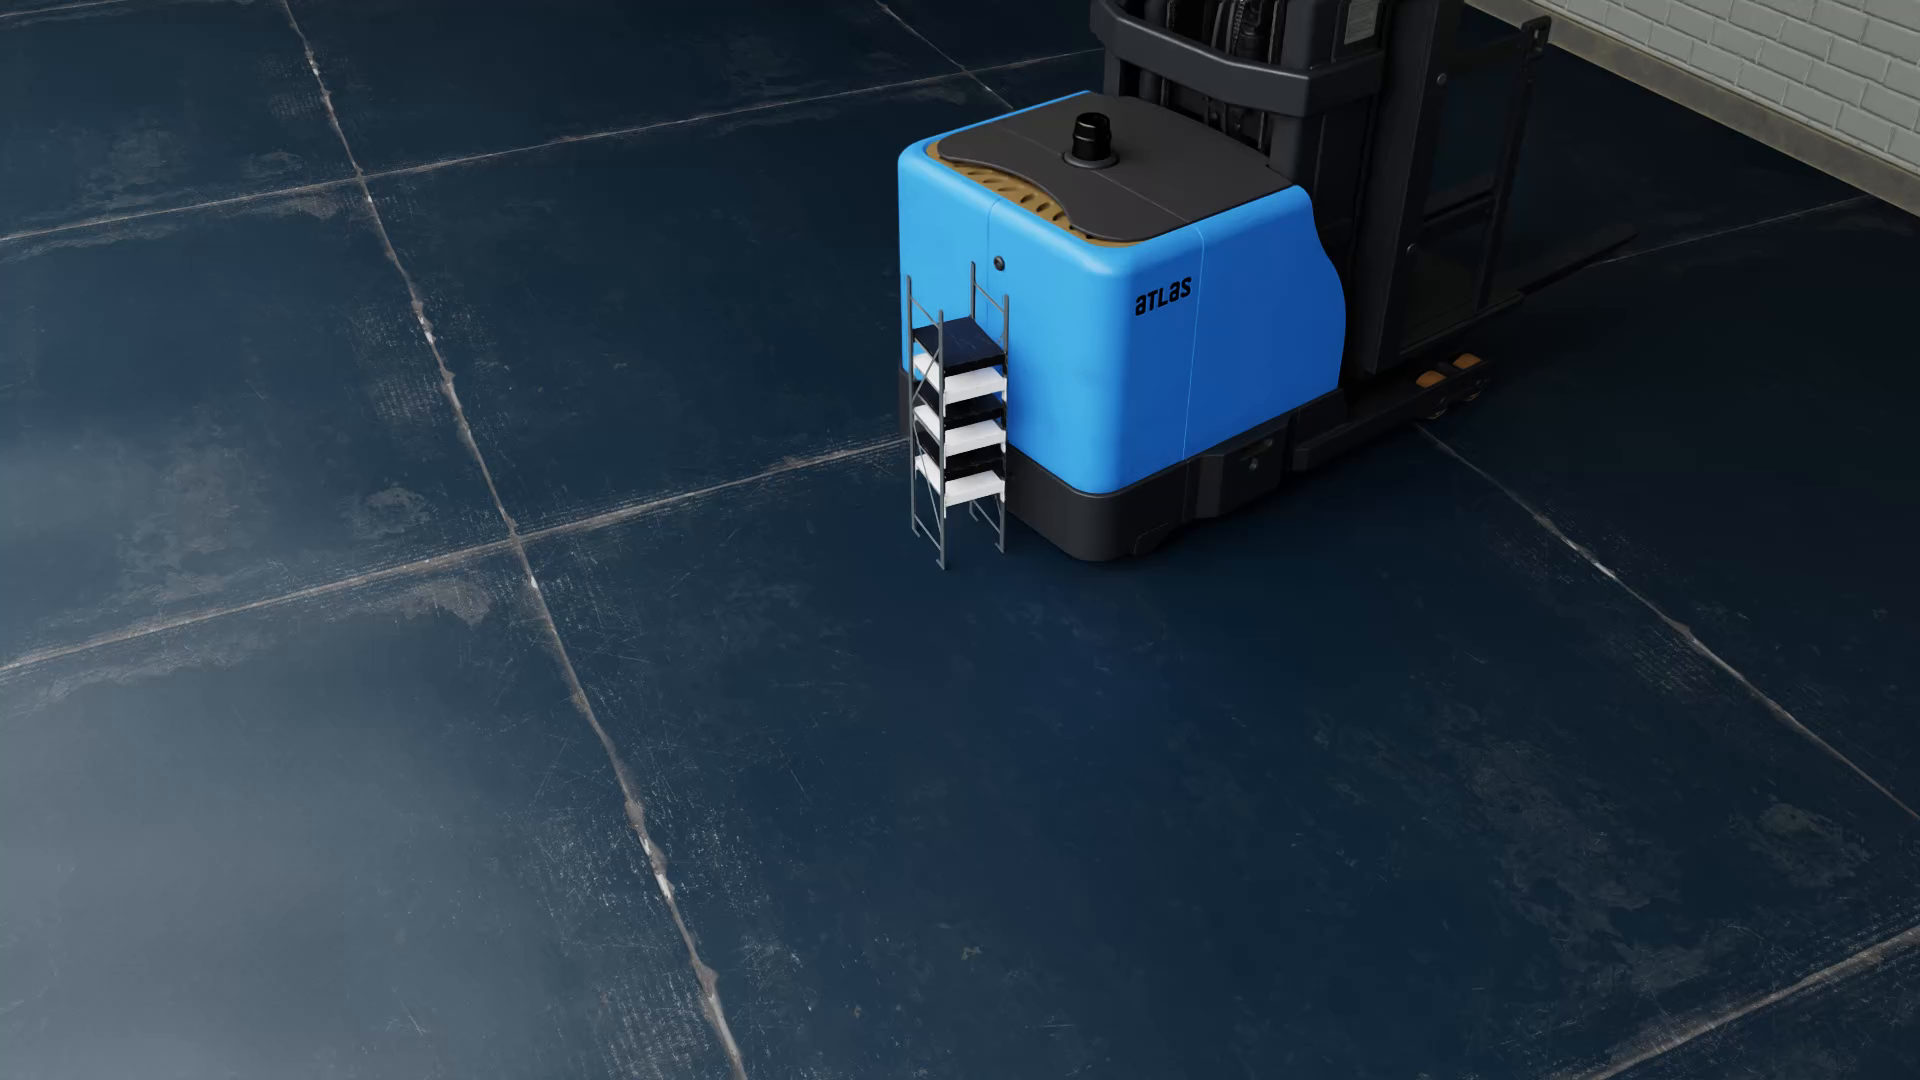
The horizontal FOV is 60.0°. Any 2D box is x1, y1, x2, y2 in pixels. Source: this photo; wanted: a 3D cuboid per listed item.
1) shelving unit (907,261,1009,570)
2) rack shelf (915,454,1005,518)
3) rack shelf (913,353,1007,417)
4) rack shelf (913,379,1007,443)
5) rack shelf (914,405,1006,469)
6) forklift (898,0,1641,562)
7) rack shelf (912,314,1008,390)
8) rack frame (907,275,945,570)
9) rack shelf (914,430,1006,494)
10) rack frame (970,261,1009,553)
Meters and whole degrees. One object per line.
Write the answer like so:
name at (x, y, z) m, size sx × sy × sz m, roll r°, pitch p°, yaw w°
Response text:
shelving unit at (-0.007, -0.359, 4.979) m, size 0.210 × 0.900 × 0.258 m, roll -16°, pitch 39°, yaw -20°
rack shelf at (-0.007, -0.188, 5.106) m, size 0.200 × 0.077 × 0.258 m, roll -16°, pitch 39°, yaw -20°
rack shelf at (-0.007, -0.477, 4.892) m, size 0.200 × 0.077 × 0.258 m, roll -16°, pitch 39°, yaw -20°
rack shelf at (-0.007, -0.405, 4.945) m, size 0.200 × 0.077 × 0.258 m, roll -16°, pitch 39°, yaw -20°
rack shelf at (-0.007, -0.333, 4.999) m, size 0.200 × 0.077 × 0.258 m, roll -16°, pitch 39°, yaw -20°
forklift at (1.271, -1.826, 5.251) m, size 3.031 × 2.935 × 1.130 m, roll -25°, pitch 43°, yaw -29°
rack shelf at (-0.007, -0.549, 4.838) m, size 0.200 × 0.077 × 0.258 m, roll -16°, pitch 39°, yaw -20°
rack frame at (-0.099, -0.334, 4.944) m, size 0.006 × 0.900 × 0.240 m, roll -16°, pitch 39°, yaw -20°
rack shelf at (-0.007, -0.260, 5.053) m, size 0.200 × 0.077 × 0.258 m, roll -16°, pitch 39°, yaw -20°
rack frame at (0.085, -0.385, 5.014) m, size 0.006 × 0.900 × 0.240 m, roll -16°, pitch 39°, yaw -20°
